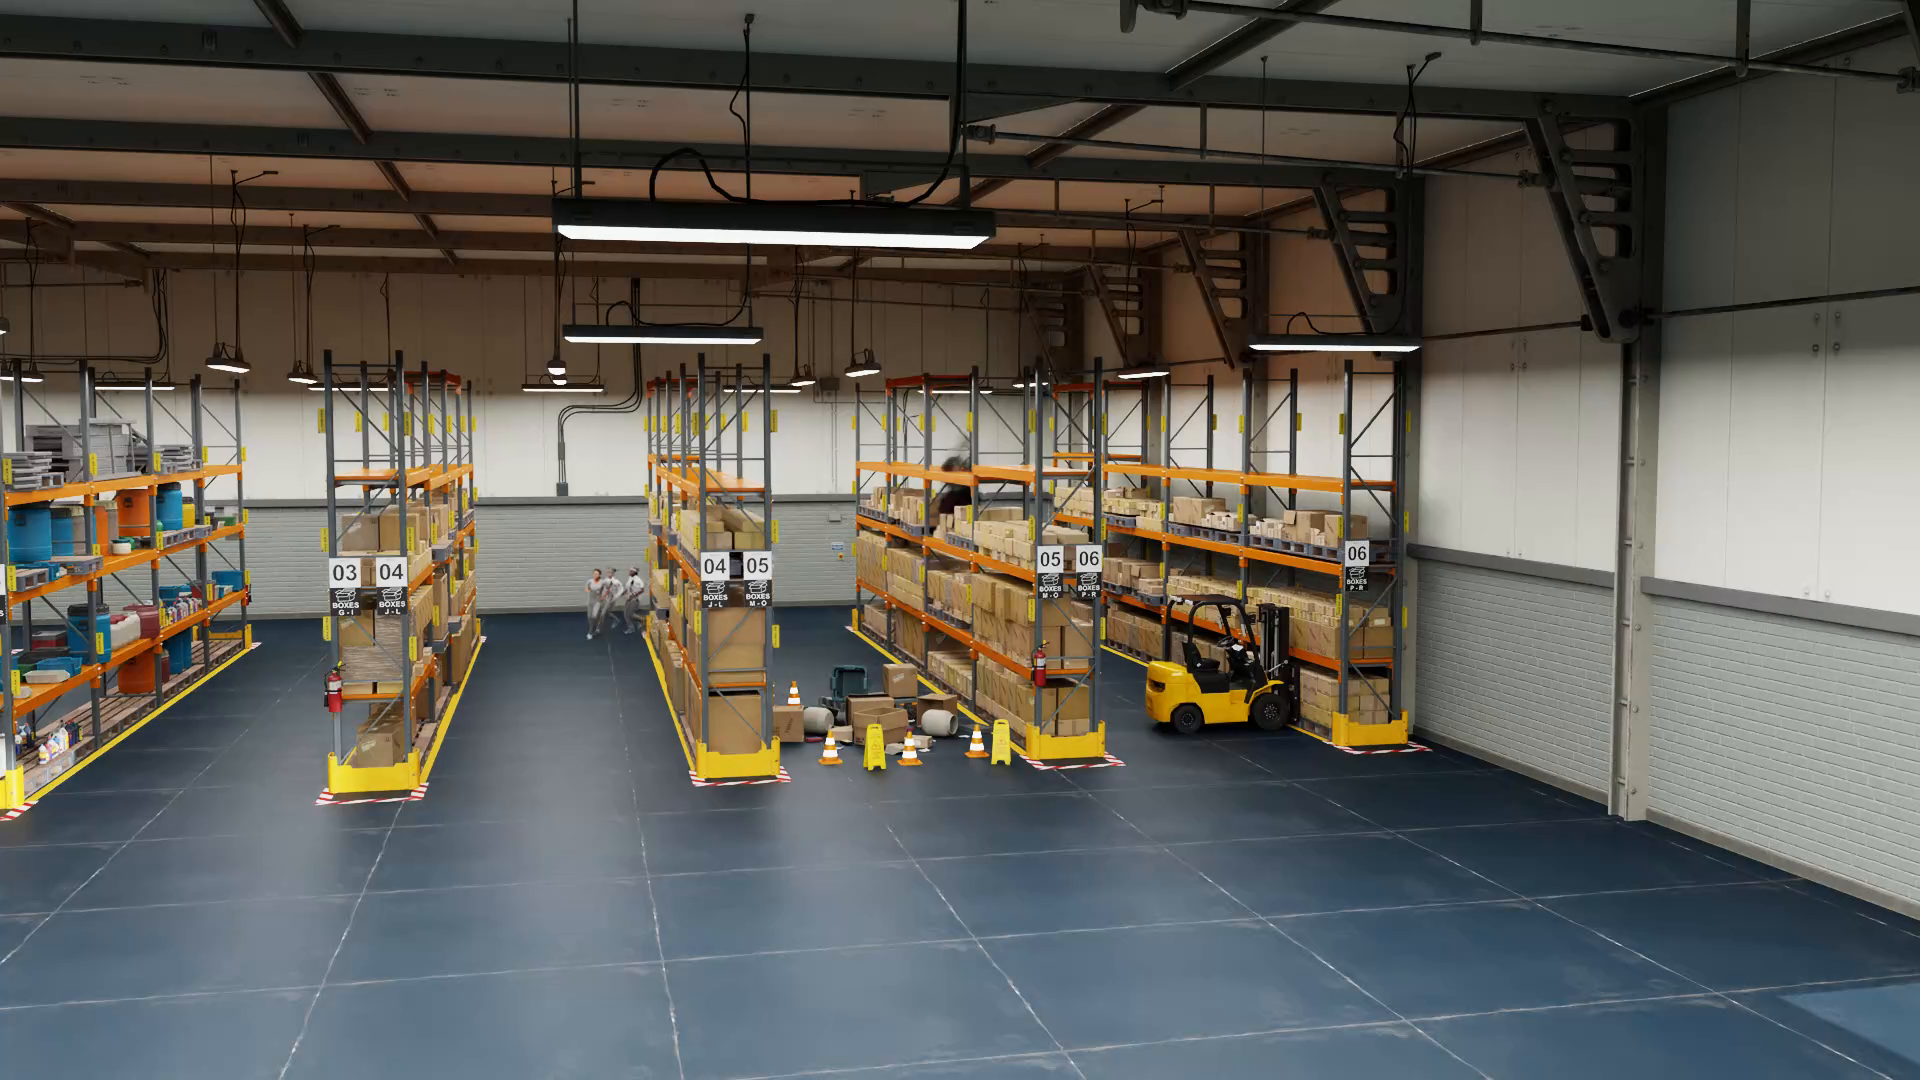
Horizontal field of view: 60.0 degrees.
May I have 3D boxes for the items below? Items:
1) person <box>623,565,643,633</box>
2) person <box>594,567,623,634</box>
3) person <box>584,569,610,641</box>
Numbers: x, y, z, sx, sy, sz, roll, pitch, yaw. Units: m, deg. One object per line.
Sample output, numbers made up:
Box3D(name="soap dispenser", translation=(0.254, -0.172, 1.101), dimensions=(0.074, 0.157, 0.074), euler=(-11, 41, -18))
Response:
Box3D(name="person", translation=(-7.863, 1.422, 39.845), dimensions=(0.580, 1.654, 0.609), euler=(-3, 5, -38))
Box3D(name="person", translation=(-8.362, 1.432, 39.766), dimensions=(0.667, 1.607, 0.839), euler=(3, 5, 36))
Box3D(name="person", translation=(-8.483, 1.495, 38.787), dimensions=(0.577, 1.681, 0.732), euler=(1, 4, 10))
